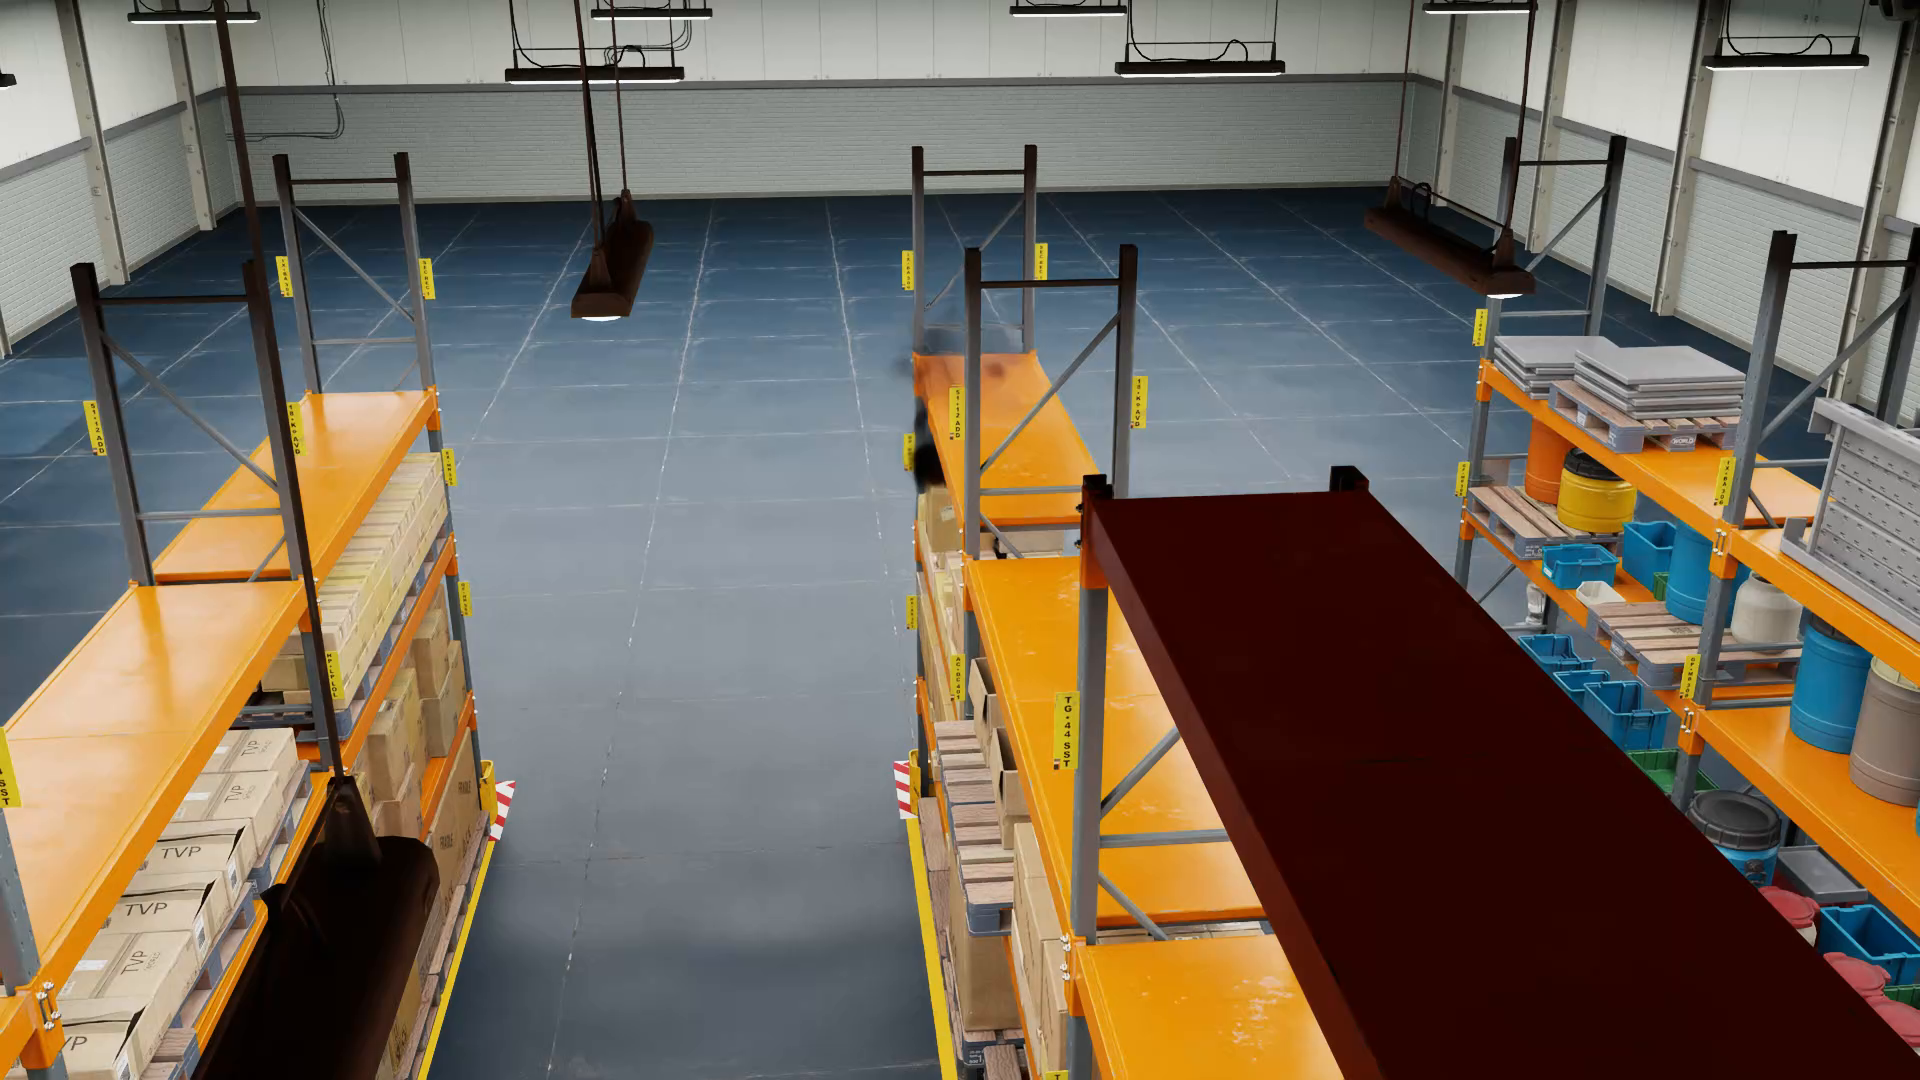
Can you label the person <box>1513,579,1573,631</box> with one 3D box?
[{"bbox_3d":[6.708,0.243,18.672,0.768,1.769,0.660,9,23,21],"label":"person"}]
